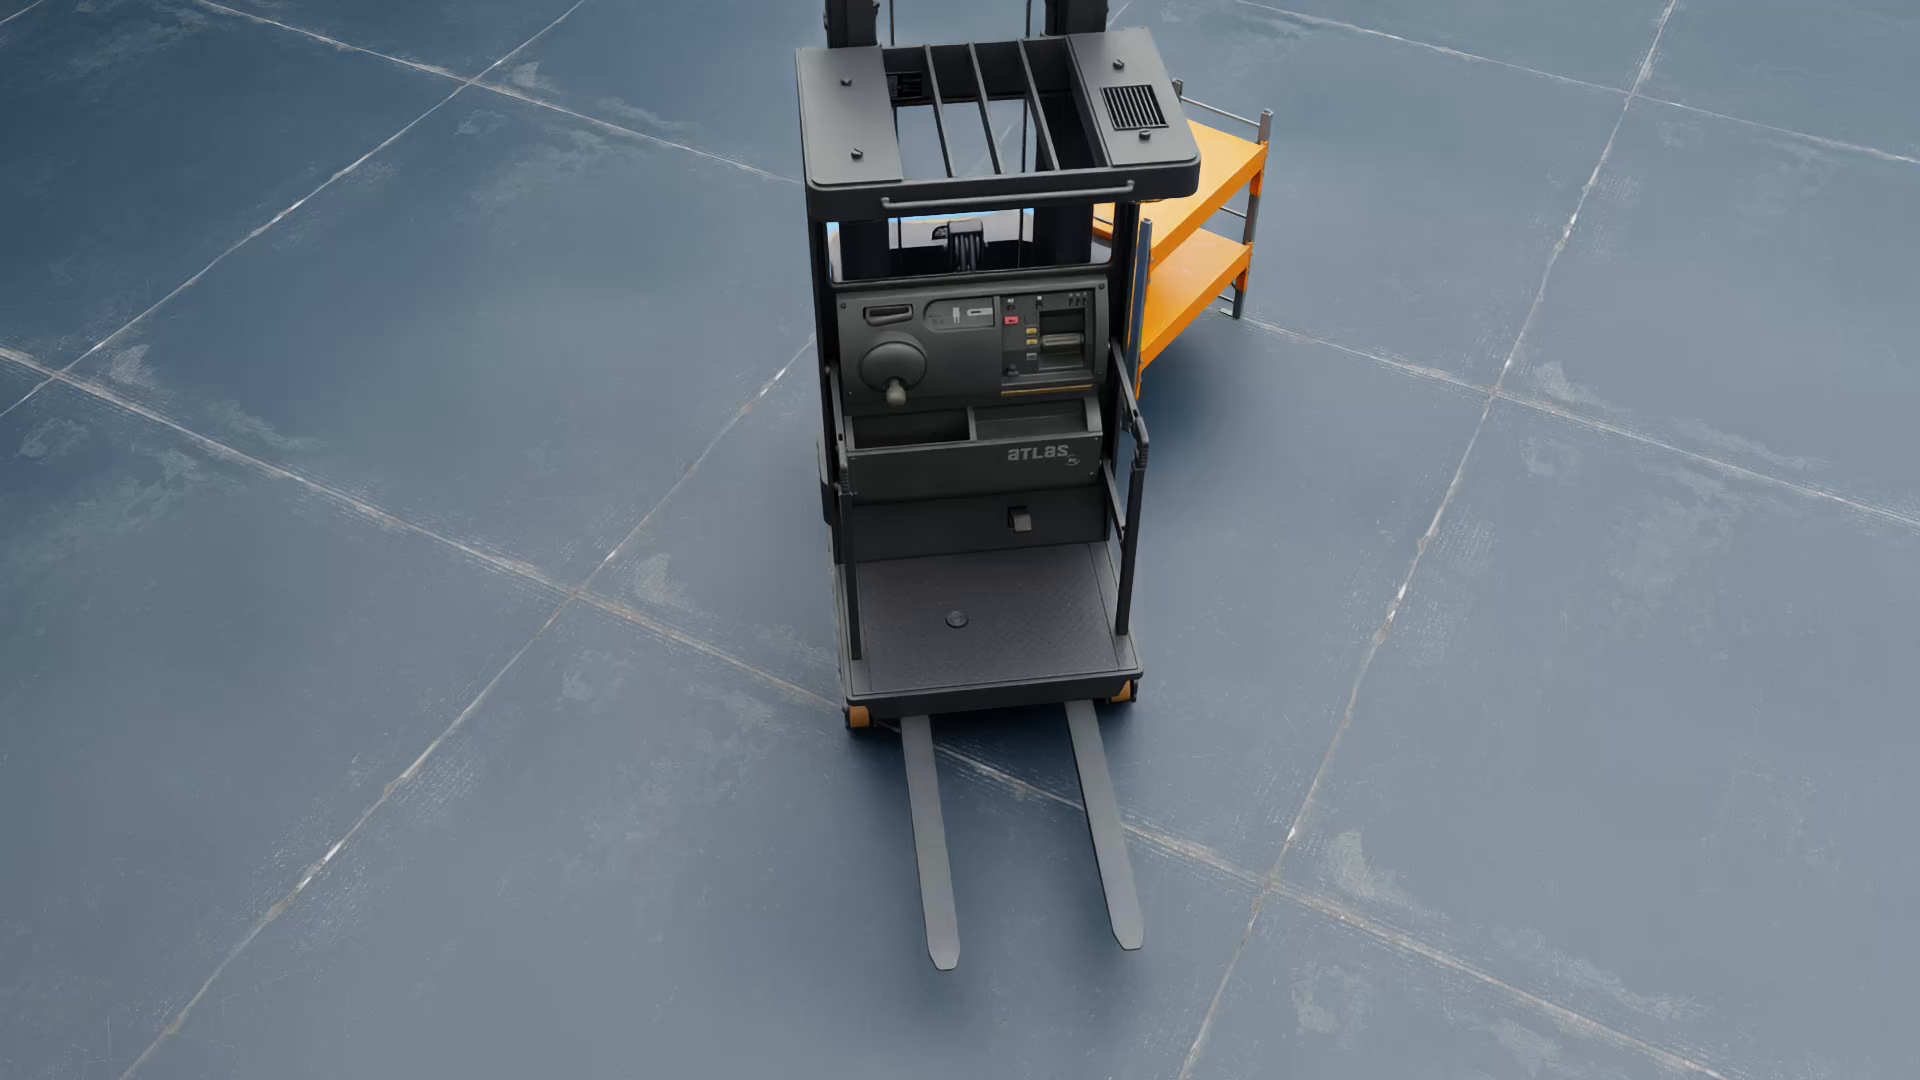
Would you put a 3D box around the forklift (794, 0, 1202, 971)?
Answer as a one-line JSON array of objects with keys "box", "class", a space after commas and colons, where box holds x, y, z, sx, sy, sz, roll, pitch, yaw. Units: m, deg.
[{"box": [0.076, -0.586, 5.549, 1.130, 2.935, 3.031, -5, 46, -5], "class": "forklift"}]

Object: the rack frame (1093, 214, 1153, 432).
[{"box": [0.570, -0.993, 7.220, 0.500, 1.125, 0.032, 27, 51, 24], "class": "rack frame"}]

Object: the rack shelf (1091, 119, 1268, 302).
[{"box": [0.868, -1.492, 7.302, 0.538, 0.278, 1.000, 27, 51, 24], "class": "rack shelf"}]

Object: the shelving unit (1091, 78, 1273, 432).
[{"box": [0.868, -1.286, 7.510, 0.538, 1.125, 1.048, 27, 51, 24], "class": "shelving unit"}]

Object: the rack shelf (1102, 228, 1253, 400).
[{"box": [0.868, -1.114, 7.684, 0.538, 0.278, 1.000, 27, 51, 24], "class": "rack shelf"}]

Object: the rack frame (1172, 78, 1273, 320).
[{"box": [1.165, -1.579, 7.800, 0.500, 1.125, 0.032, 27, 51, 24], "class": "rack frame"}]
